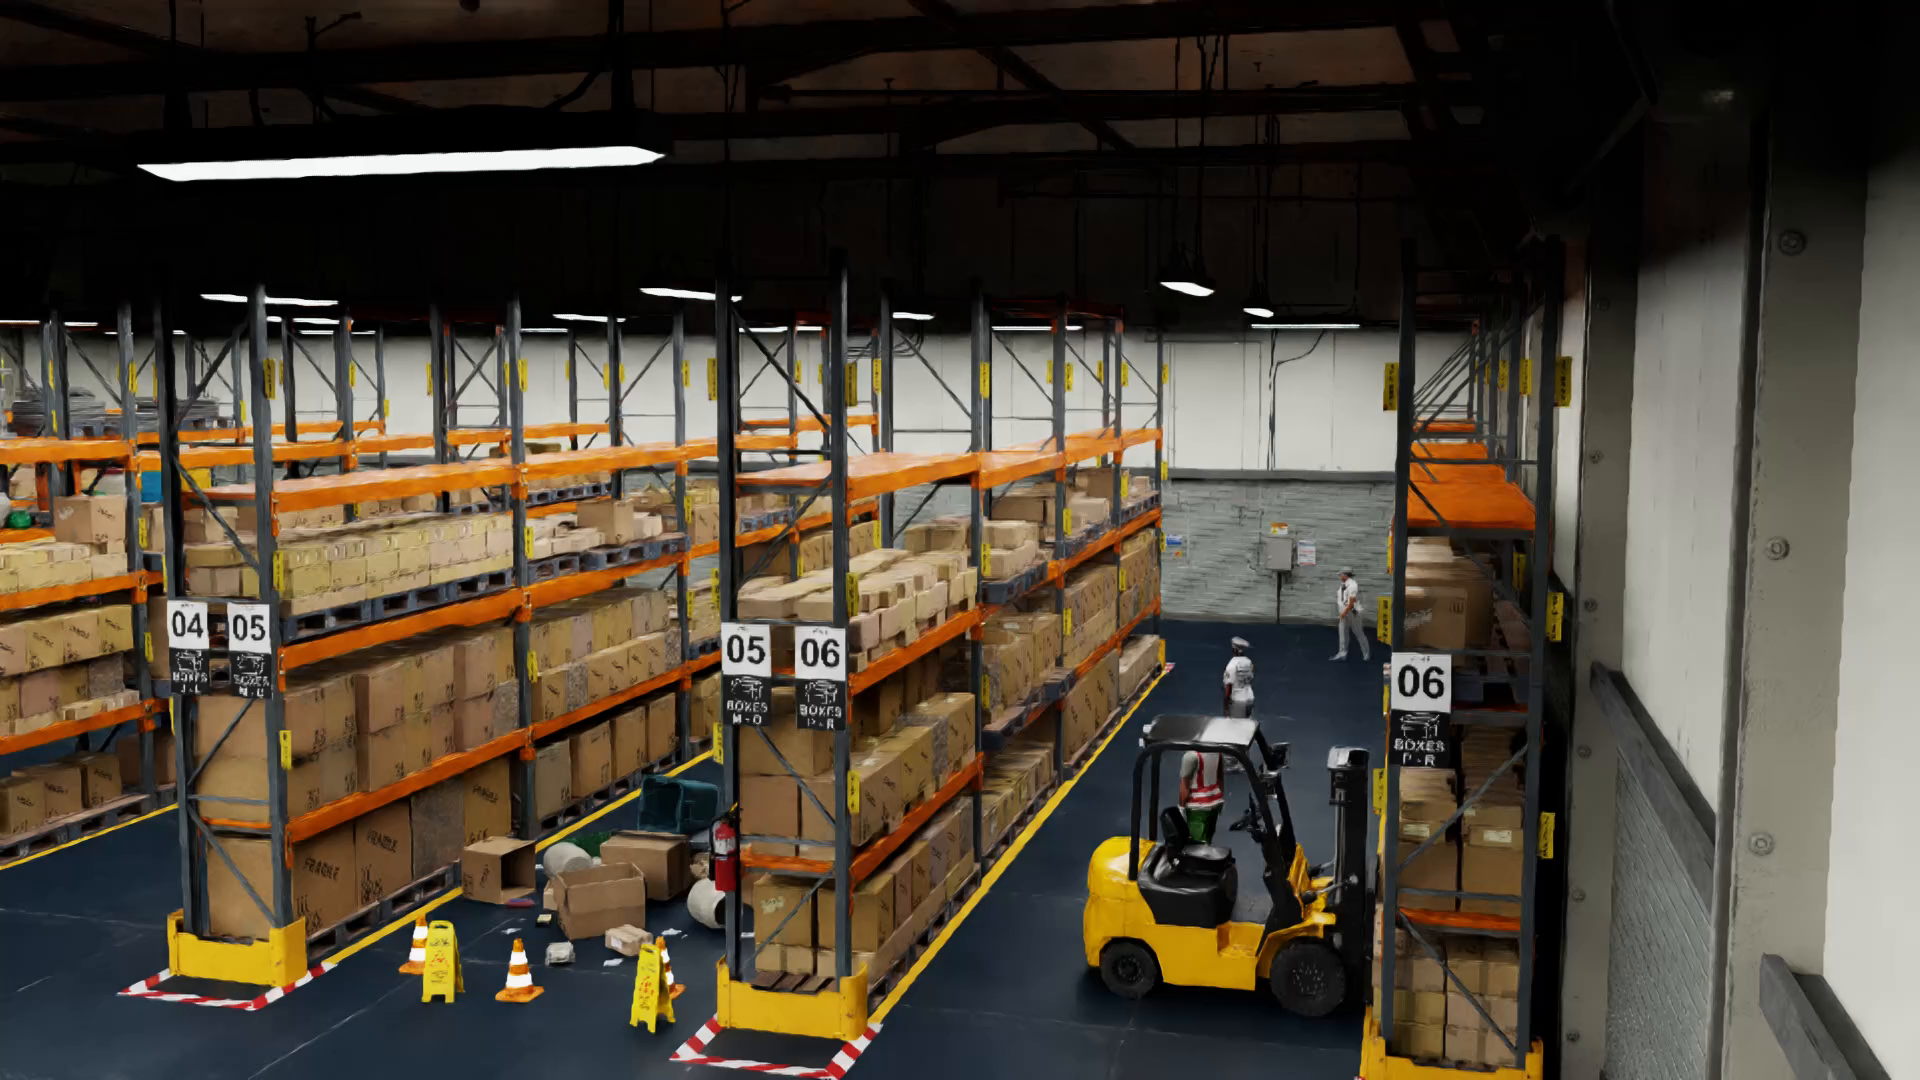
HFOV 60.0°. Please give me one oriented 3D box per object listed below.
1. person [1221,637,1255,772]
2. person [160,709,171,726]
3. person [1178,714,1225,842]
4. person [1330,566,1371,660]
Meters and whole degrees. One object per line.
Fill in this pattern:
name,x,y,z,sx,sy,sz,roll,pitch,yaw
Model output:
person,3.532,2.081,21.246,0.538,1.664,0.574,5,8,42
person,-10.487,2.005,22.133,0.552,1.630,0.583,5,8,42
person,2.306,2.565,16.091,0.569,1.786,0.653,6,8,43
person,6.845,1.280,29.026,0.690,1.650,0.517,-1,6,-11
